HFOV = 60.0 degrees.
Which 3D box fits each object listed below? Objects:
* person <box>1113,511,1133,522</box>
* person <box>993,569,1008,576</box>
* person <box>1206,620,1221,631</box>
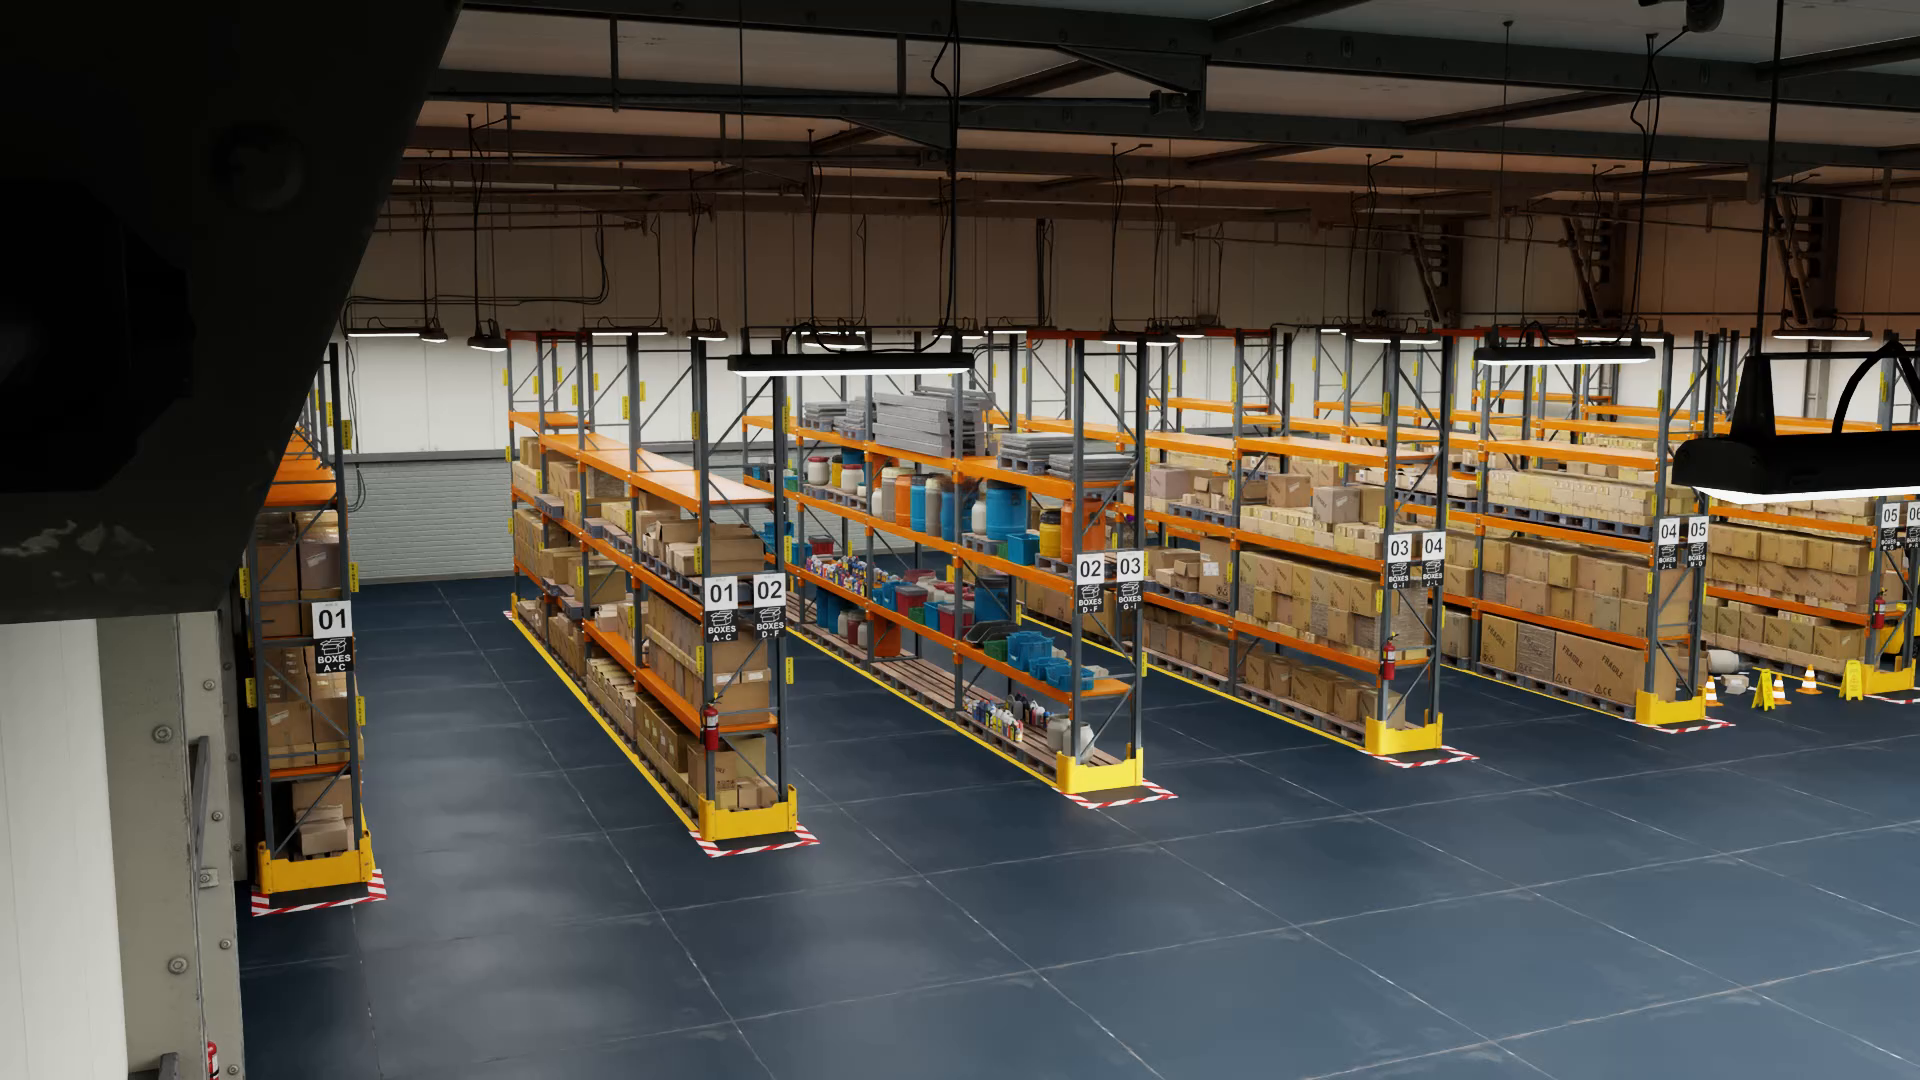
[{"bbox_3d":[4.119,-0.237,41.980,0.989,1.734,0.546,-4,9,-27],"label":"person"},{"bbox_3d":[0.852,1.102,32.760,0.411,1.524,0.972,-4,9,-25],"label":"person"},{"bbox_3d":[4.982,1.148,32.064,0.485,1.620,1.018,-3,8,-22],"label":"person"}]
